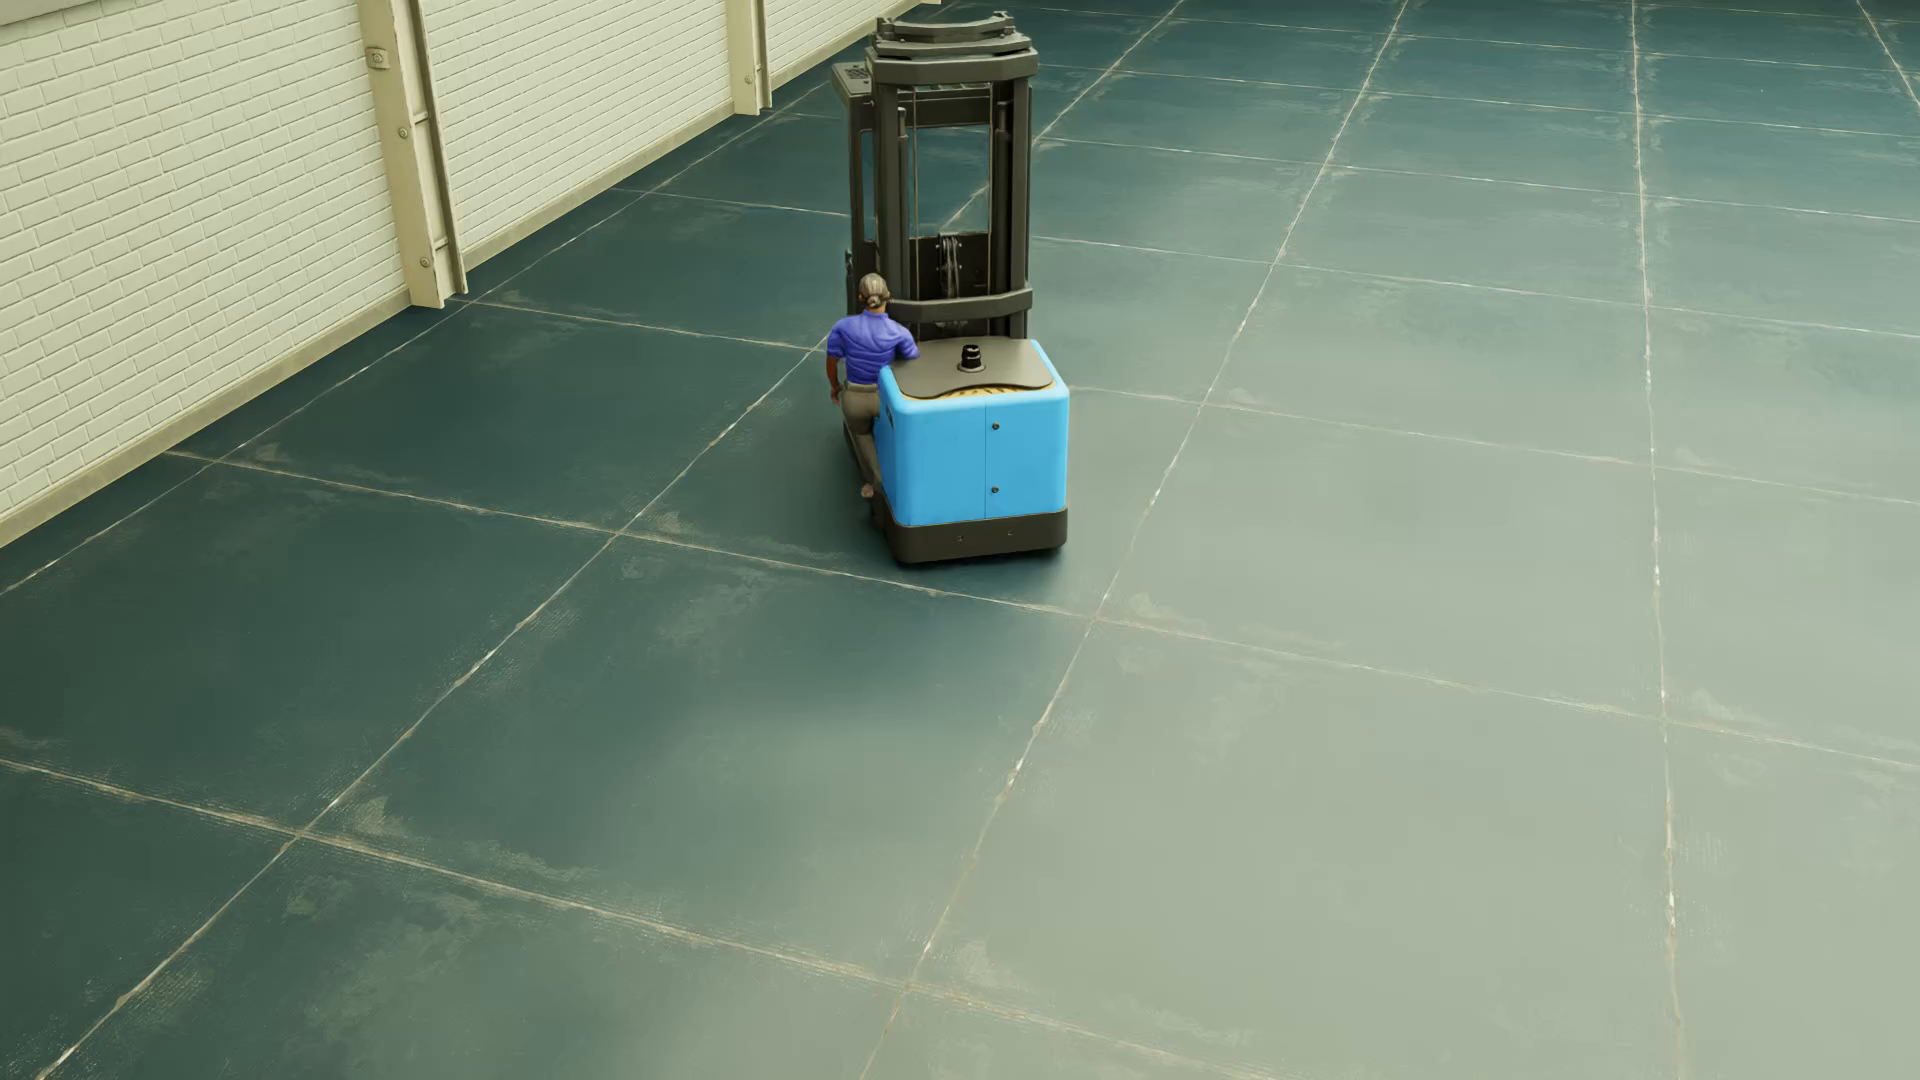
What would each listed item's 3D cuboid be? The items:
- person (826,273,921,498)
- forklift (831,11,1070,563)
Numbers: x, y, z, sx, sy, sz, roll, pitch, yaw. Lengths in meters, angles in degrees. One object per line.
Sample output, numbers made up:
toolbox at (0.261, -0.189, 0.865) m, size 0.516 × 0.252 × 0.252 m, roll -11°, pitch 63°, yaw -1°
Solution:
person at (-0.425, -0.972, 10.051) m, size 0.711 × 1.450 × 0.688 m, roll 5°, pitch 30°, yaw 9°
forklift at (-0.170, -1.854, 10.389) m, size 1.130 × 2.935 × 3.031 m, roll -6°, pitch 30°, yaw -10°
